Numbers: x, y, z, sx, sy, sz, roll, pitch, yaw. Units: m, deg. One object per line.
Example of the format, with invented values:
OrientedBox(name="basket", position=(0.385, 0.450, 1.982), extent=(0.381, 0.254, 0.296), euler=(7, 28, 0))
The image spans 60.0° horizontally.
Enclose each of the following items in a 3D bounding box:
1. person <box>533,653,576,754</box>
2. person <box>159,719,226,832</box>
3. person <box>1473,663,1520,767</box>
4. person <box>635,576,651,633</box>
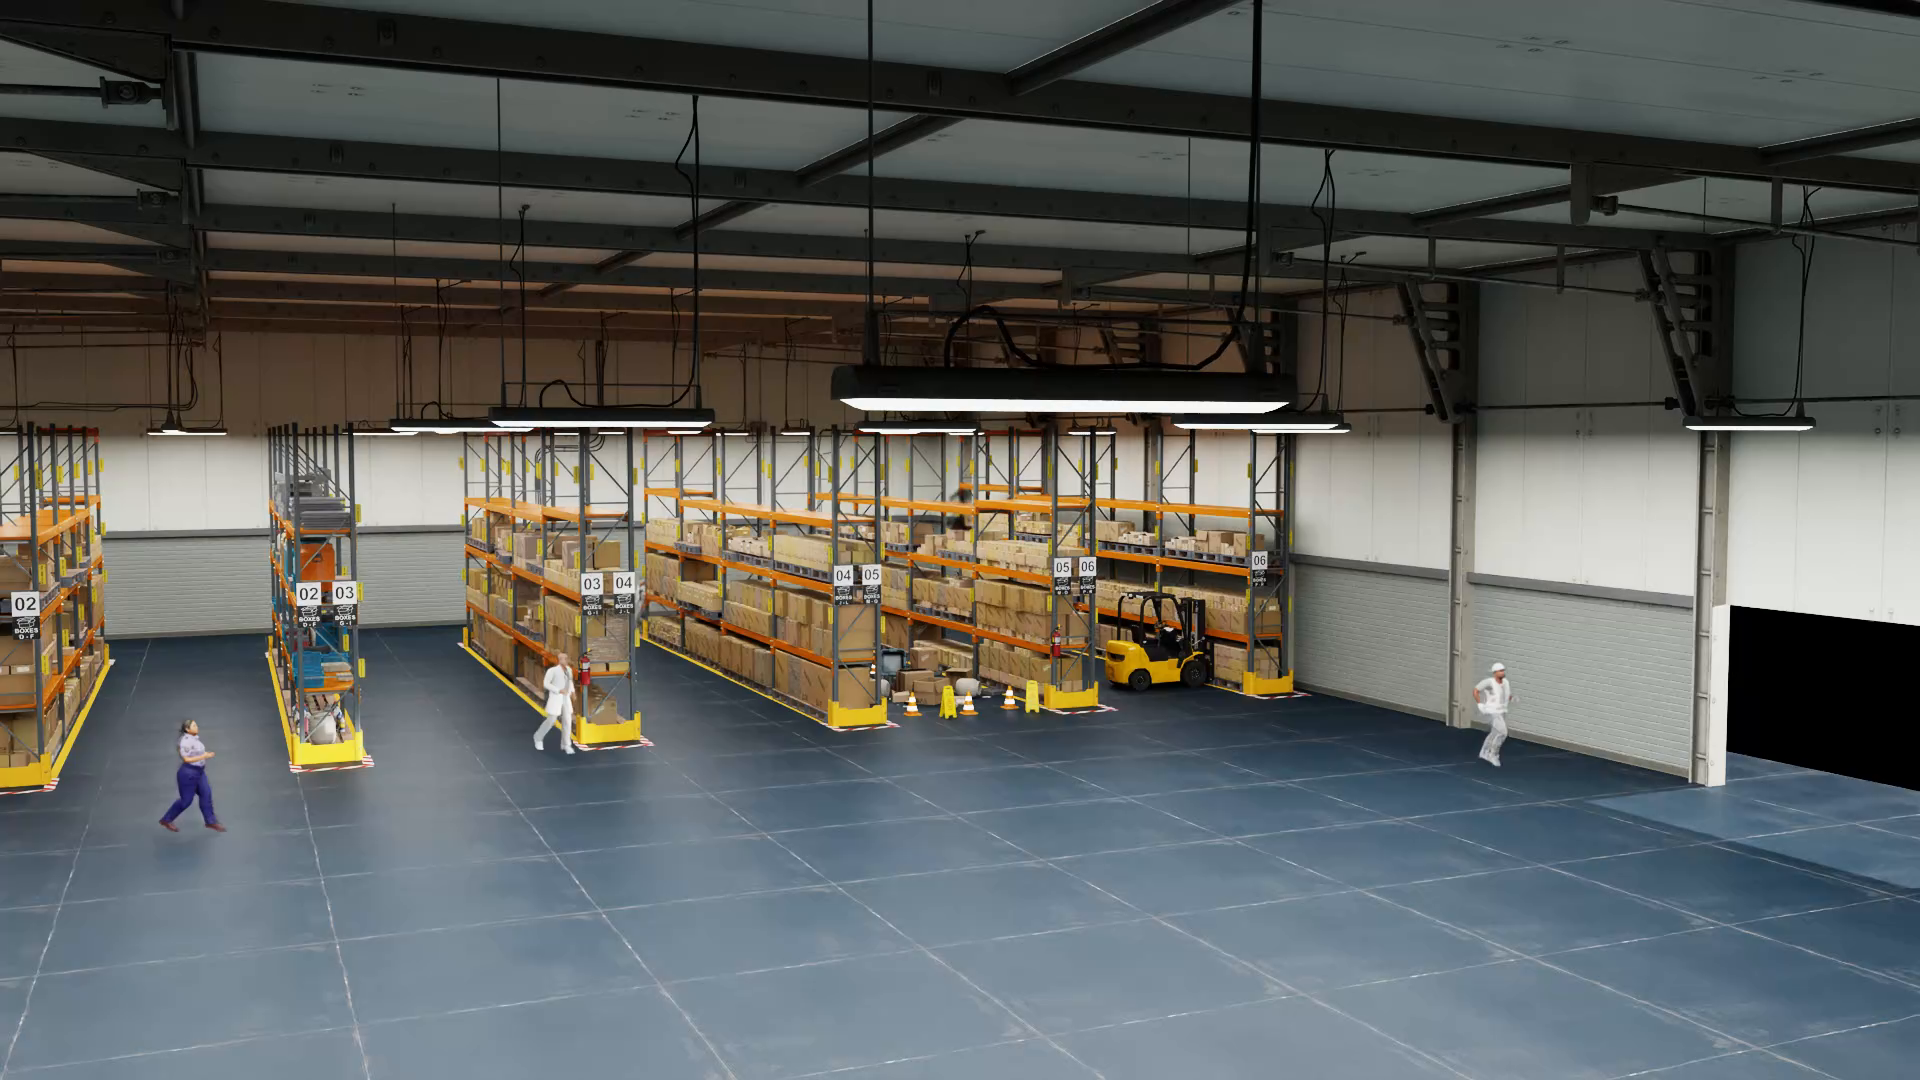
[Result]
OrientedBox(name="person", position=(-7.295, 2.969, 30.461), extent=(0.903, 1.797, 0.768), euler=(3, 4, 36))
OrientedBox(name="person", position=(-11.097, 3.415, 23.993), extent=(0.874, 1.672, 0.598), euler=(0, 4, -8))
OrientedBox(name="person", position=(9.443, 3.064, 29.186), extent=(0.666, 1.820, 0.748), euler=(-3, 4, -37))
OrientedBox(name="person", position=(-9.323, 1.917, 48.544), extent=(0.708, 1.727, 0.515), euler=(3, 5, 45))
